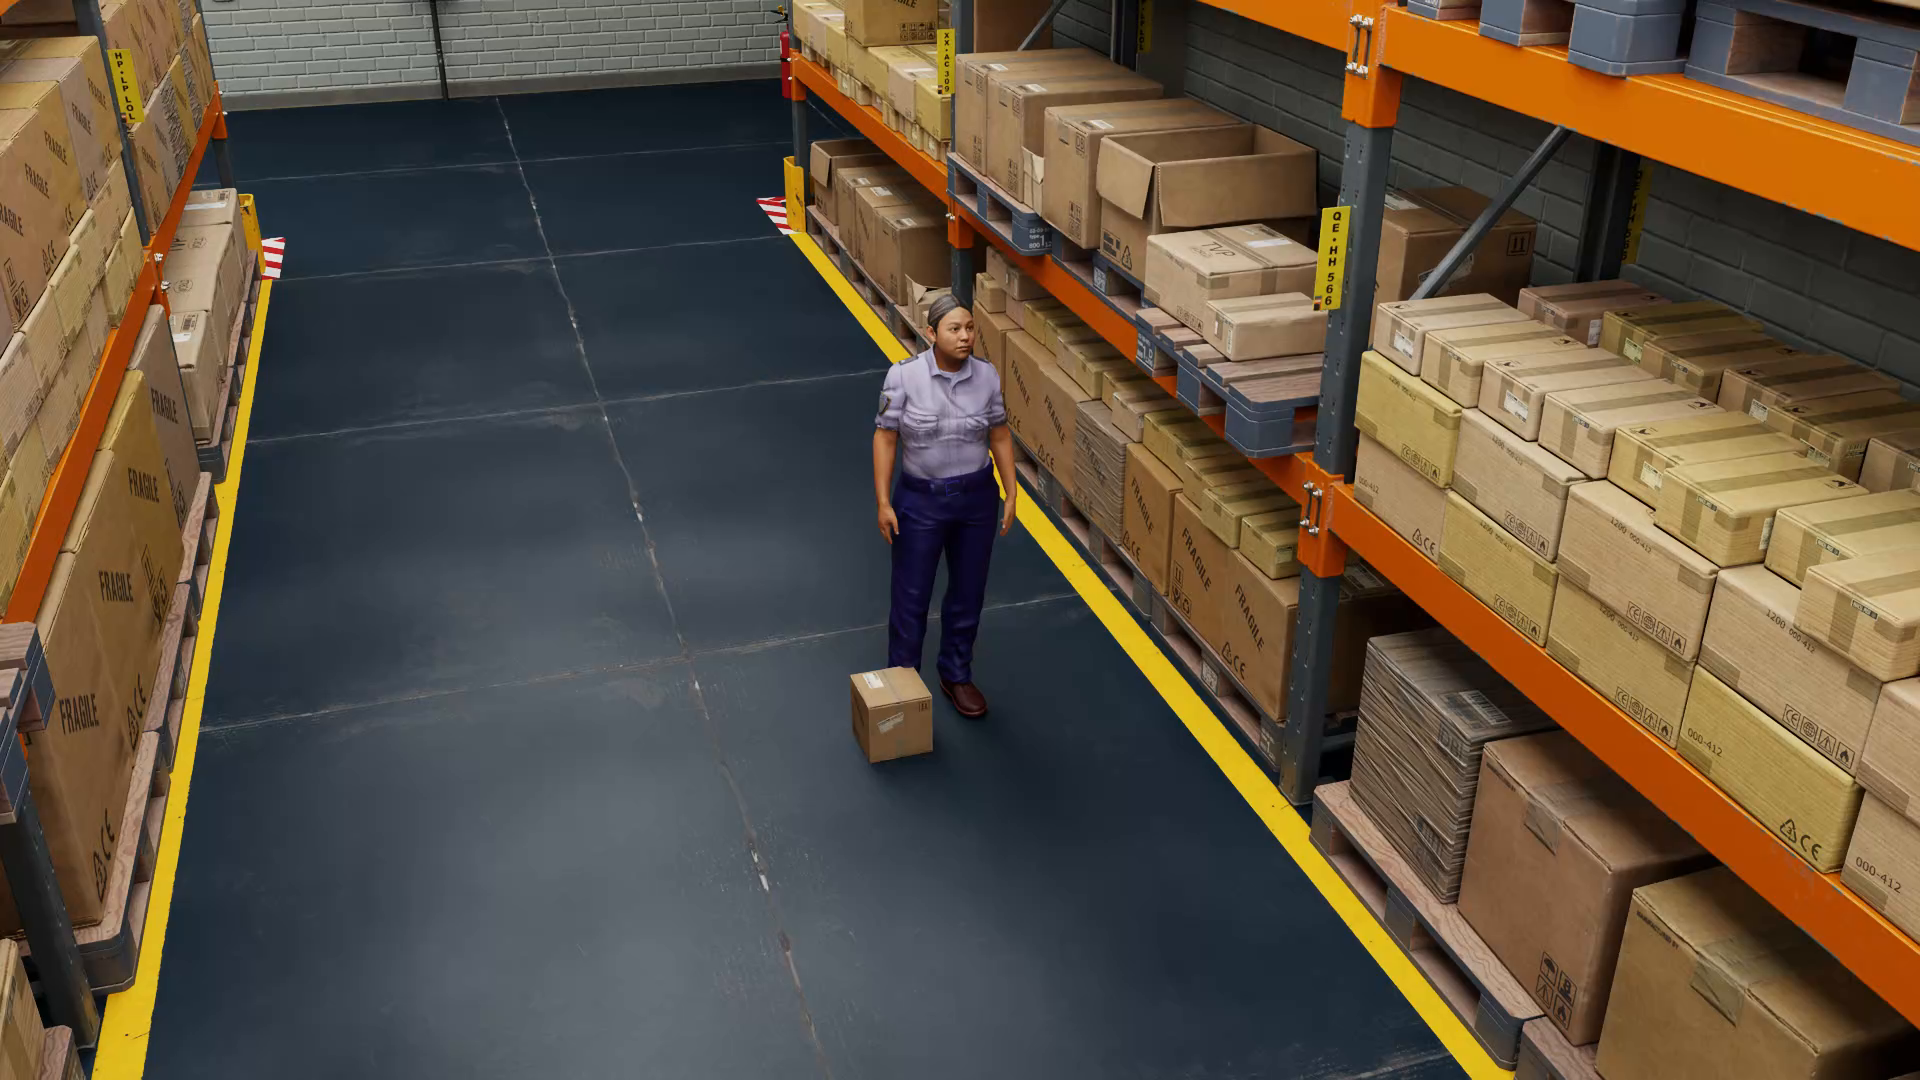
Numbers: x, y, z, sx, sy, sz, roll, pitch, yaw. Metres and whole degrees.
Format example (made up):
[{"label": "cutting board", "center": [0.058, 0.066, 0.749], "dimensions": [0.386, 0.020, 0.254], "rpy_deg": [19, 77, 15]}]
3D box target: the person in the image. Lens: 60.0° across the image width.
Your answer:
[{"label": "person", "center": [-0.044, -0.080, 6.278], "dimensions": [0.599, 1.643, 0.504], "rpy_deg": [-8, 28, -16]}]
